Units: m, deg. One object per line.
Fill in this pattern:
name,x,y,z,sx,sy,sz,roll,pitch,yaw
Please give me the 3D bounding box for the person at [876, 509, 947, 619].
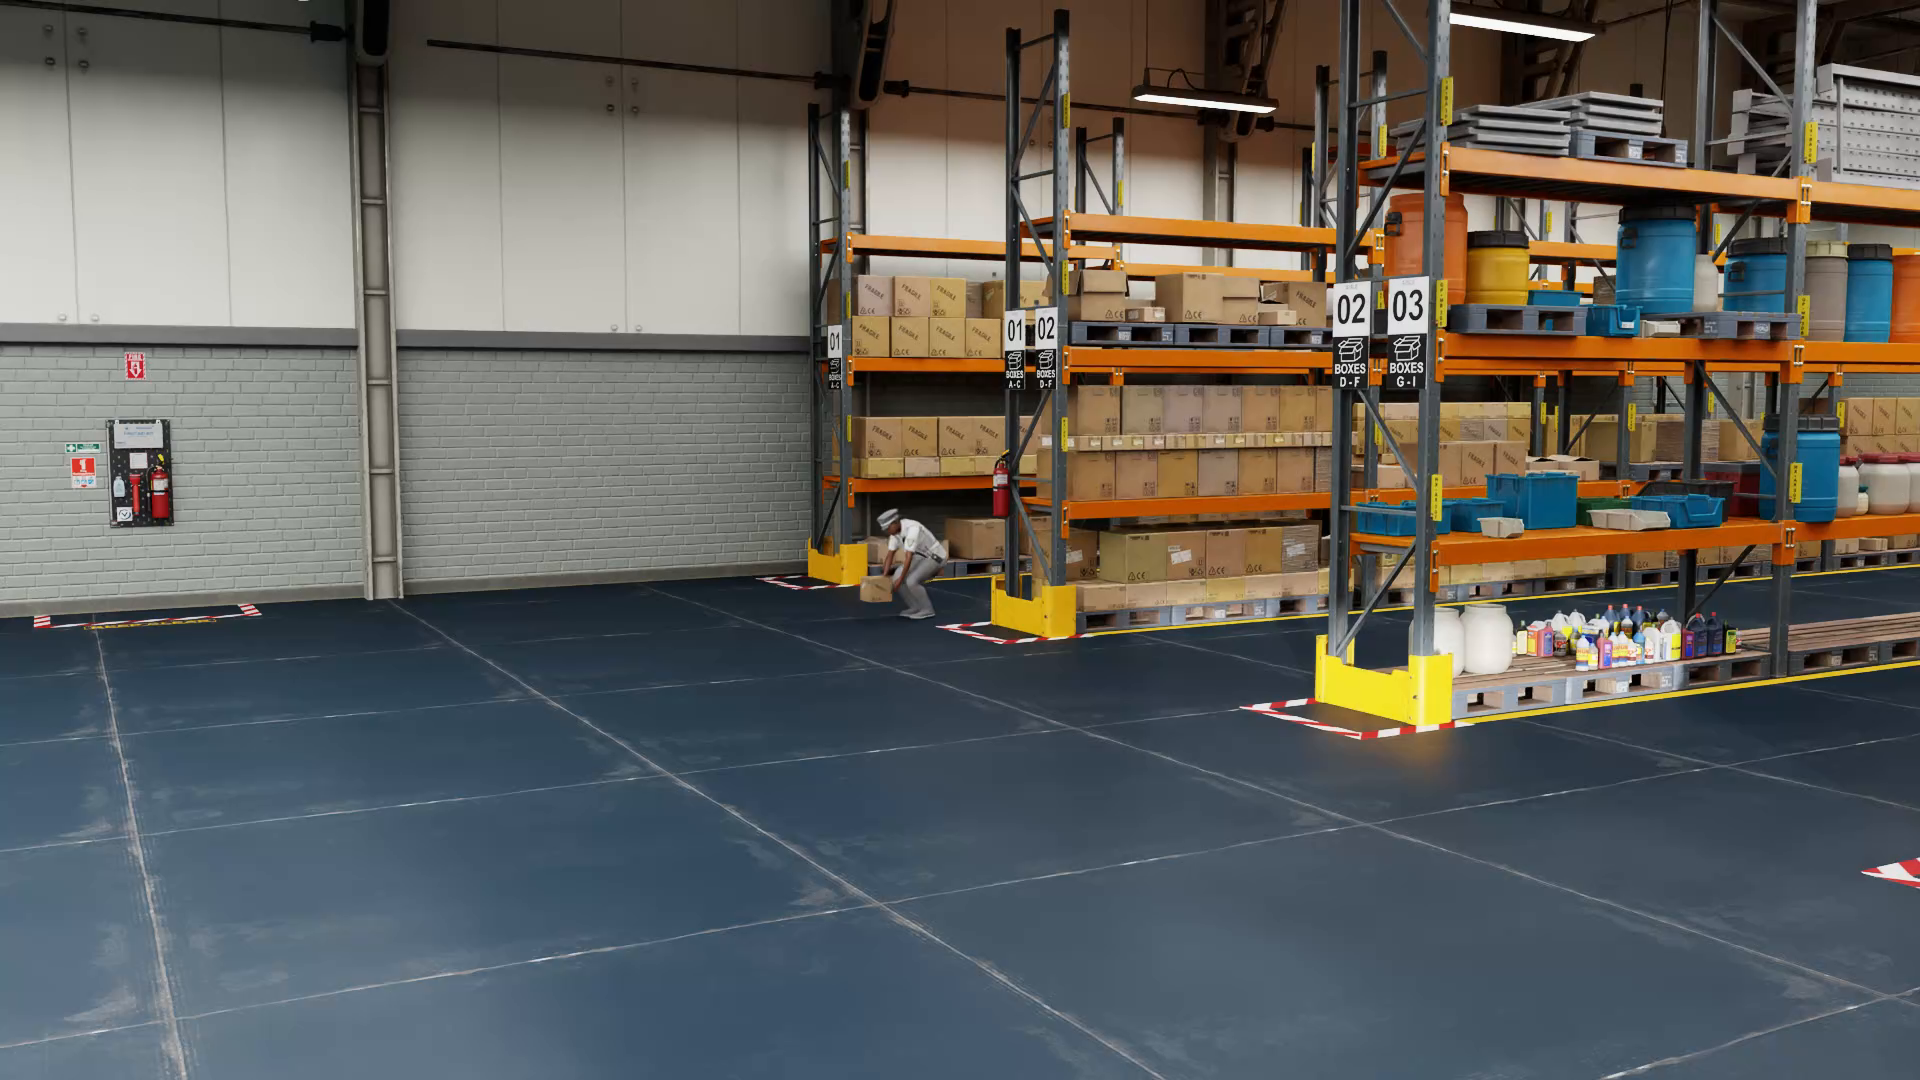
person,-0.520,0.245,17.564,0.805,1.170,0.500,-3,6,-29
